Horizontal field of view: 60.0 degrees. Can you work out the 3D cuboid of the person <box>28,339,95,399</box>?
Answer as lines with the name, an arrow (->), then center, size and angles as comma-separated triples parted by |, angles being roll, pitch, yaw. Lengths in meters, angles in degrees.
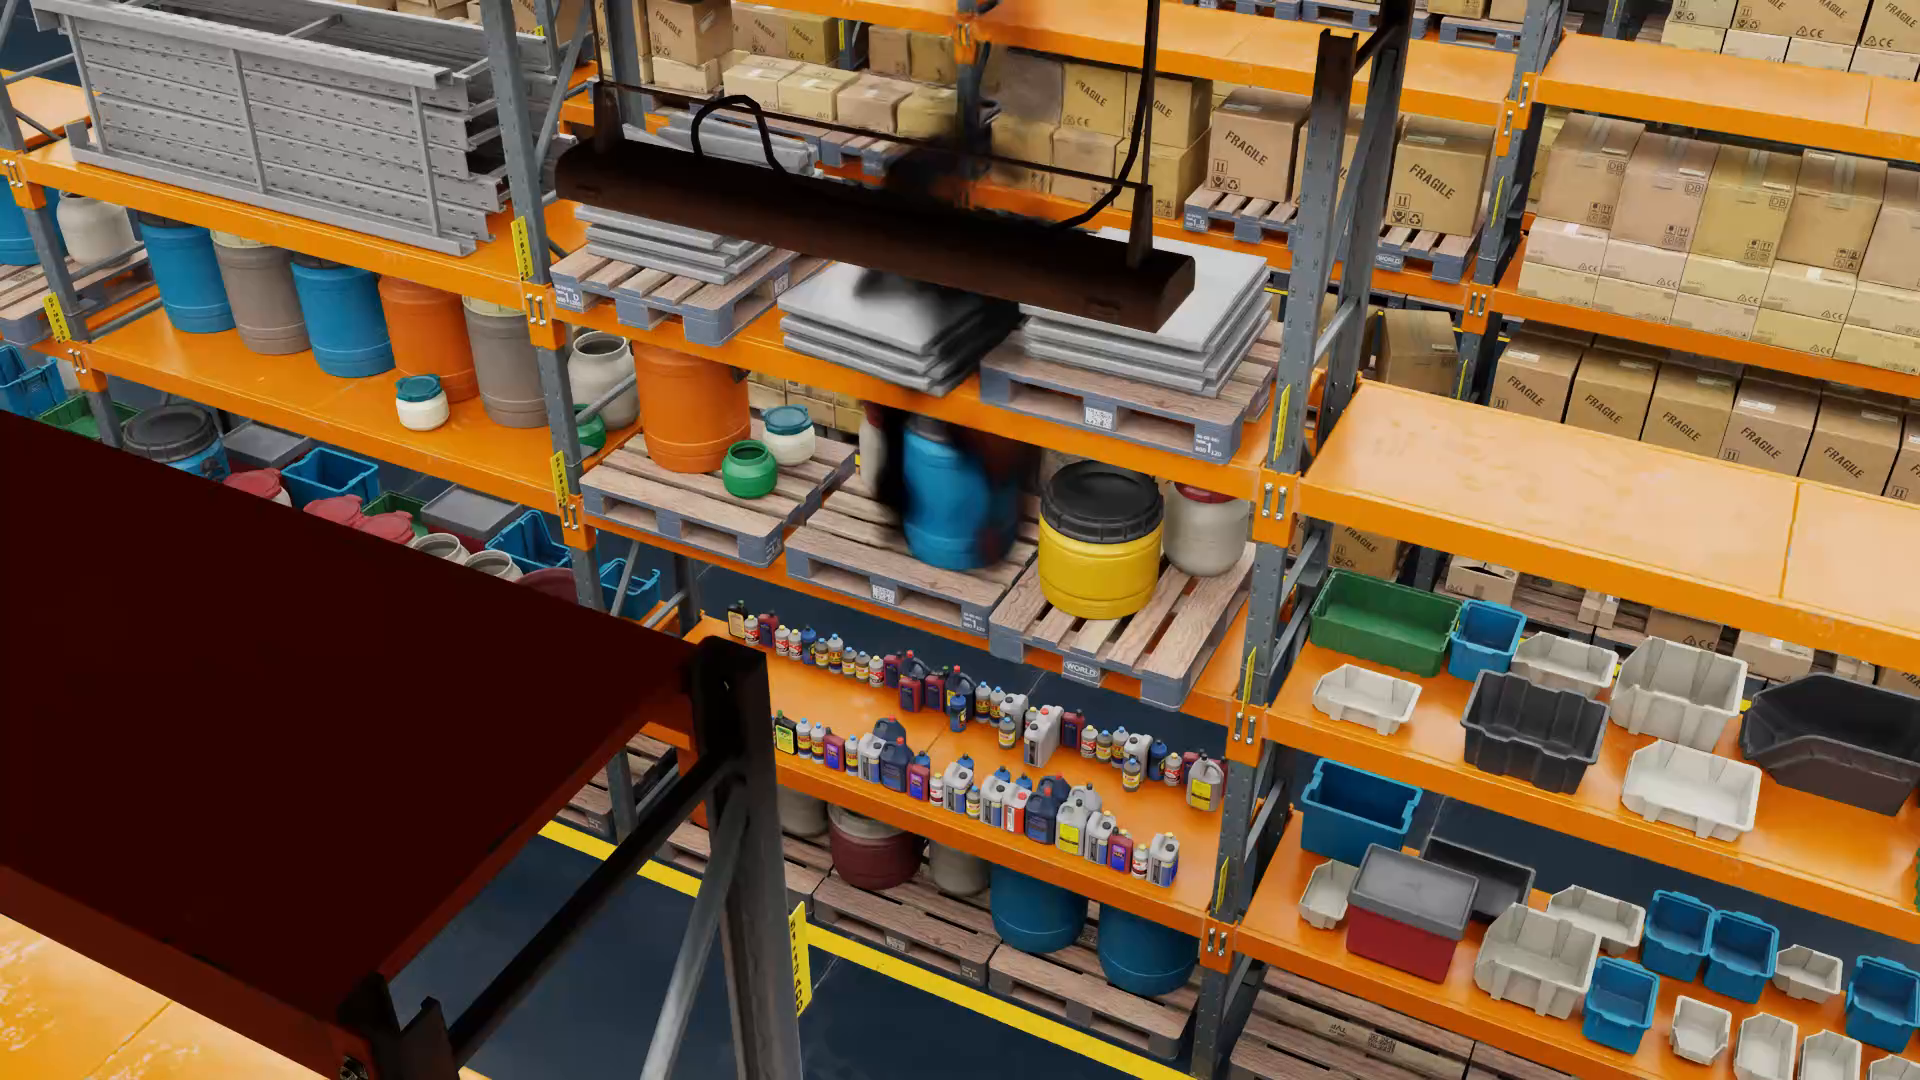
person -> -7.782, -1.600, 14.650 | 0.760, 1.763, 0.701 | 20, 40, 26
